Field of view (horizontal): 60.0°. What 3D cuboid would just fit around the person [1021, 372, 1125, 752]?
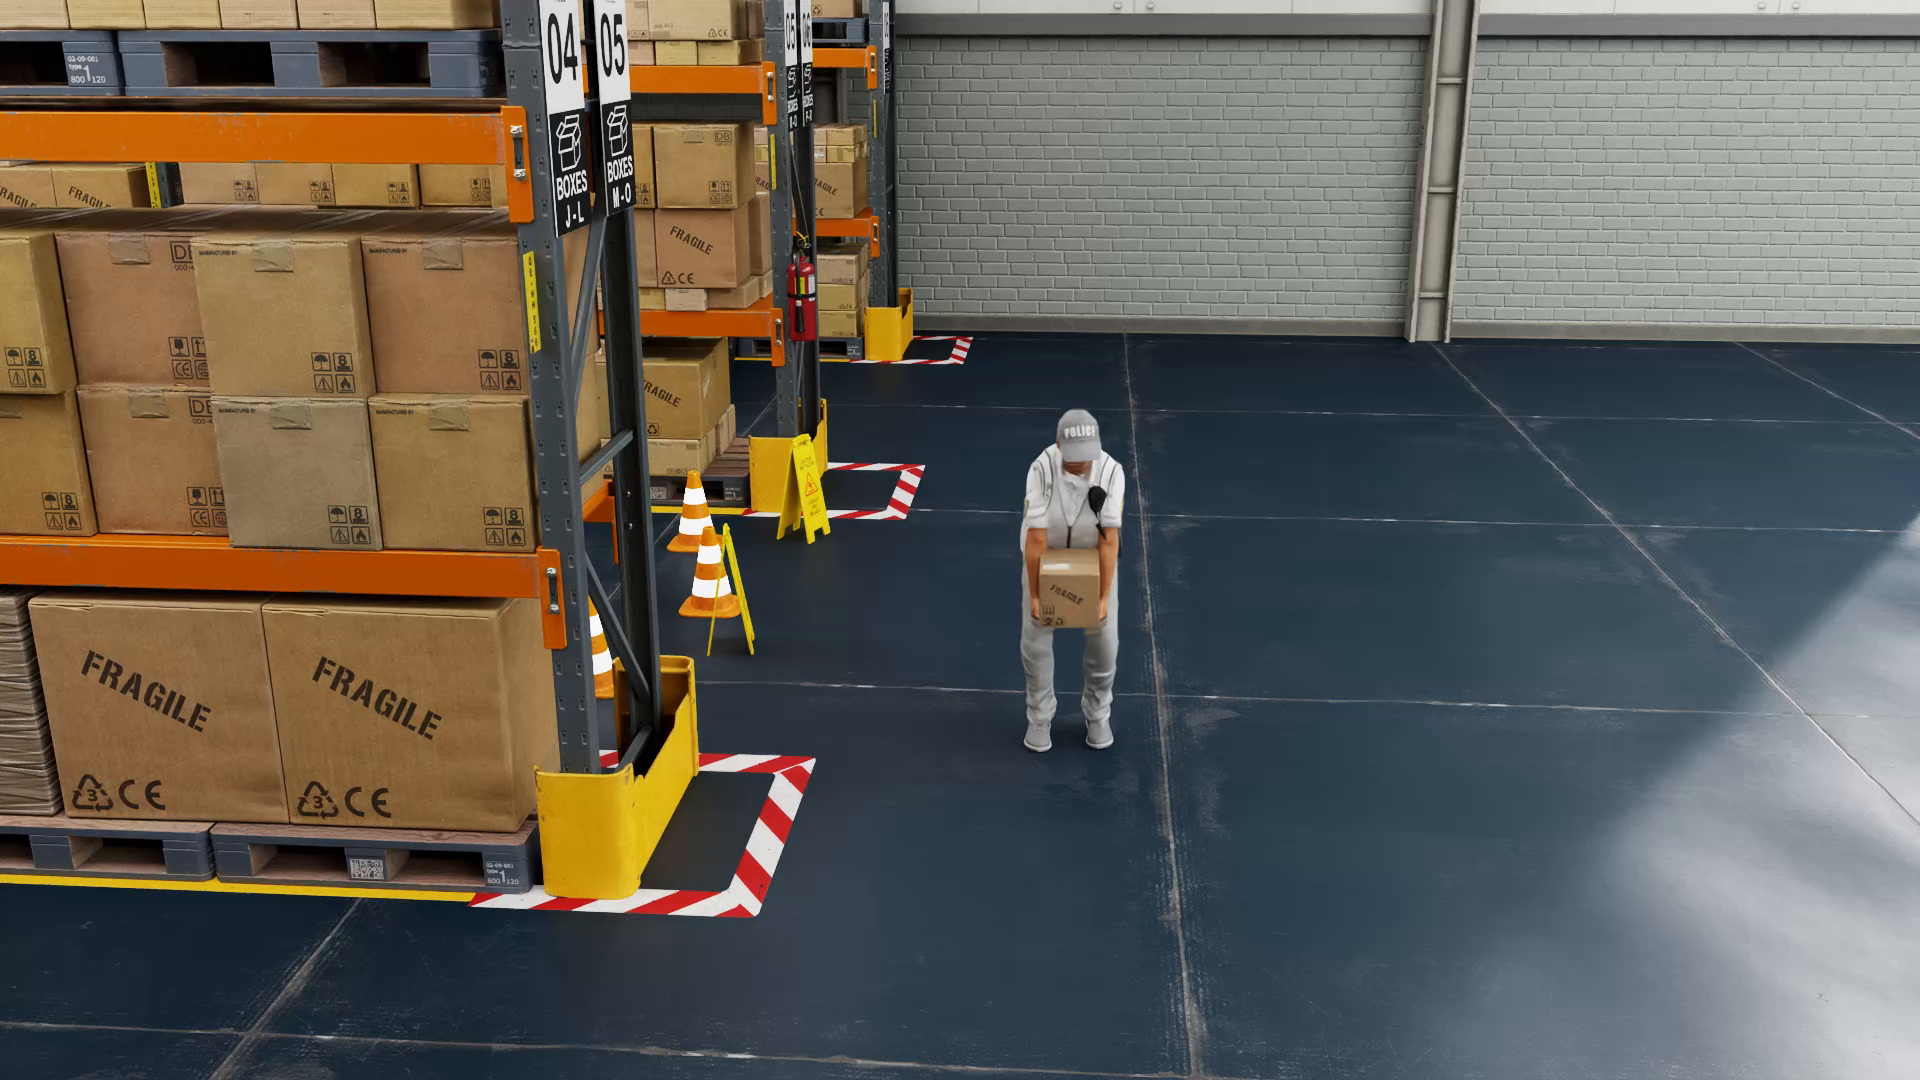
[{"bbox_3d":[0.489,0.106,7.228,0.452,1.663,0.542,1,18,3],"label":"person"}]
